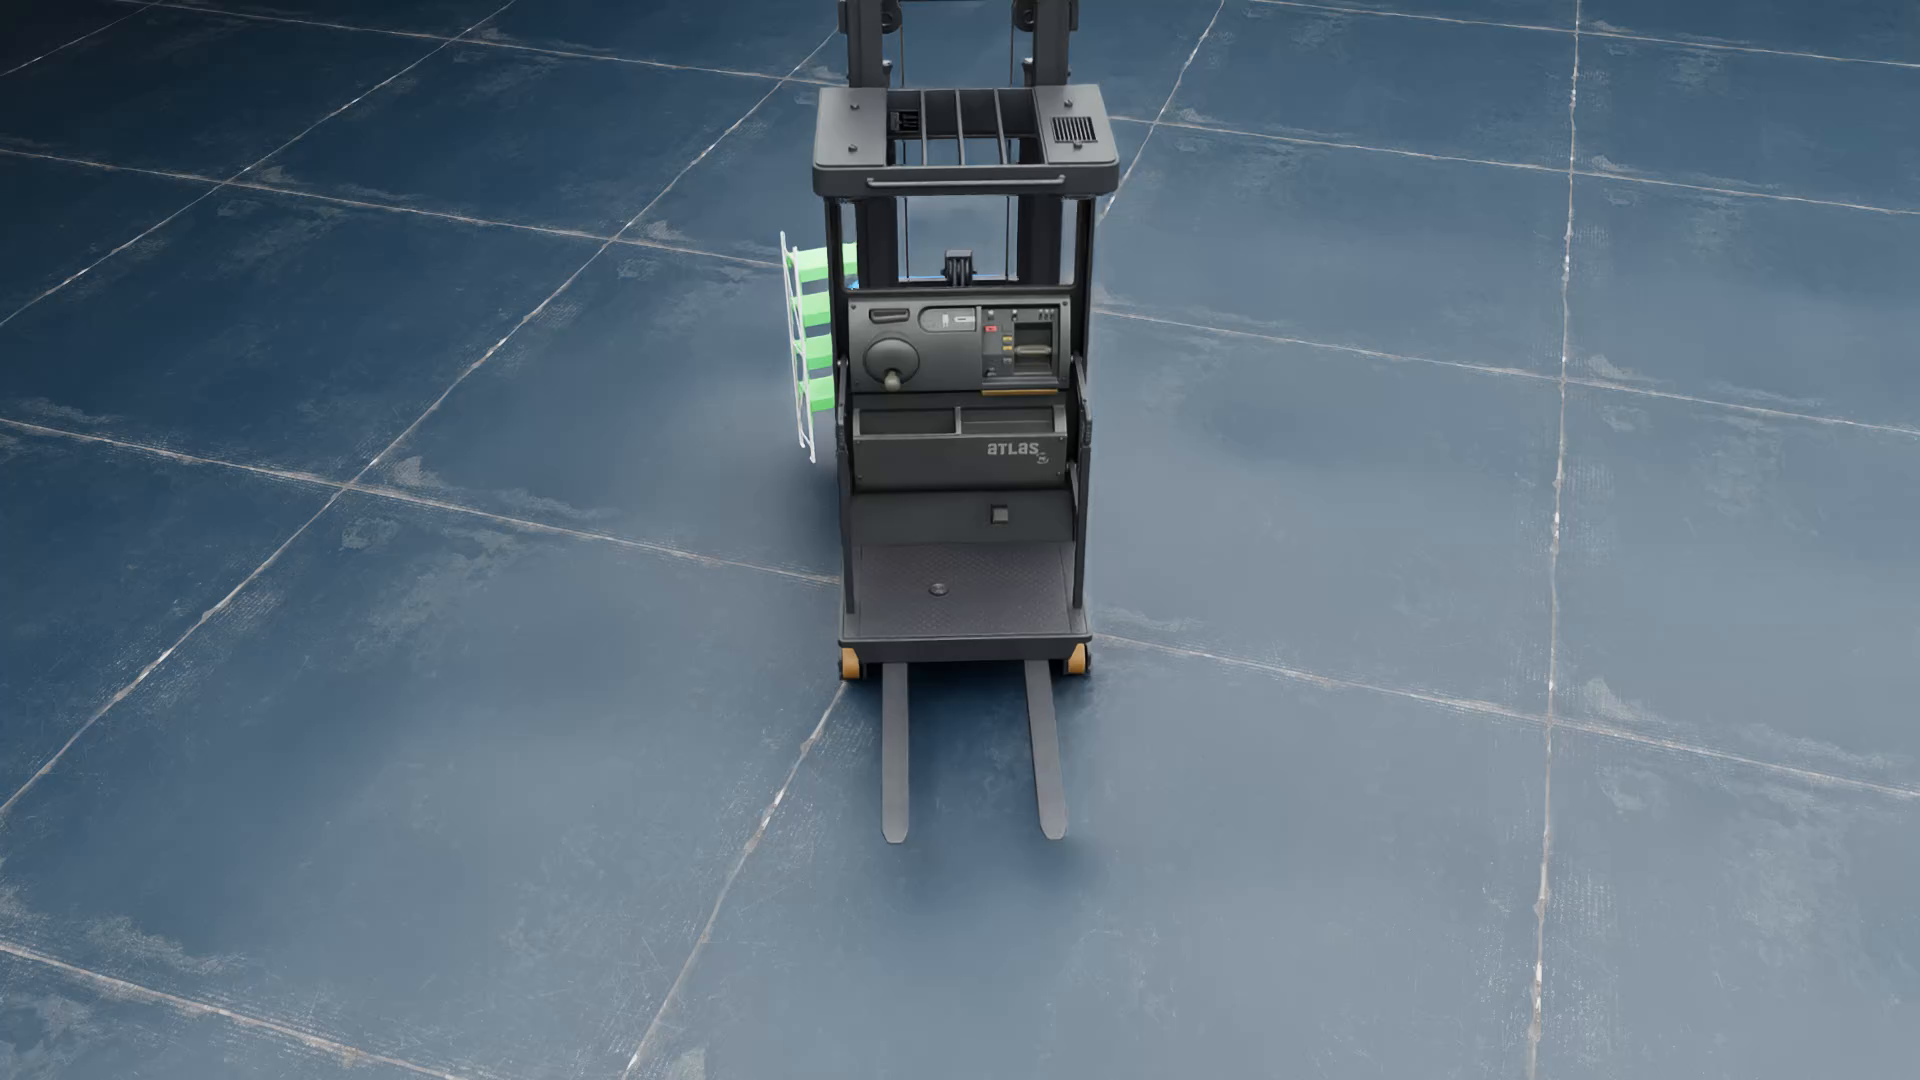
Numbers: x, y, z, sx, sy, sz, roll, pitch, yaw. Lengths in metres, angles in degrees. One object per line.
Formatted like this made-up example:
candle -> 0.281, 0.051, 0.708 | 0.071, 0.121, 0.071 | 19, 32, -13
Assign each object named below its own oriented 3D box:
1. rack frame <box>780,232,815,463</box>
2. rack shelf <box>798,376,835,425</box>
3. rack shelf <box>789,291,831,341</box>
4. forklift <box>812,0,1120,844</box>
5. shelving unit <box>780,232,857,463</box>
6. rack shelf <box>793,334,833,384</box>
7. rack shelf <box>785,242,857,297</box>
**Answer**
rack frame -> -0.831, -0.975, 8.545 | 0.015, 1.200, 0.240 | -13, 33, -17
rack shelf -> -0.595, -0.770, 8.777 | 0.480, 0.148, 0.258 | -13, 33, -17
rack shelf -> -0.610, -1.178, 8.525 | 0.480, 0.148, 0.258 | -13, 33, -17
forklift -> 0.009, -0.754, 6.802 | 1.130, 2.935, 3.031 | -1, 36, -2
shelving unit -> -0.604, -1.028, 8.617 | 0.503, 1.200, 0.258 | -13, 33, -17
rack shelf -> -0.602, -0.974, 8.651 | 0.480, 0.148, 0.258 | -13, 33, -17
rack shelf -> -0.617, -1.382, 8.399 | 0.480, 0.148, 0.258 | -13, 33, -17
